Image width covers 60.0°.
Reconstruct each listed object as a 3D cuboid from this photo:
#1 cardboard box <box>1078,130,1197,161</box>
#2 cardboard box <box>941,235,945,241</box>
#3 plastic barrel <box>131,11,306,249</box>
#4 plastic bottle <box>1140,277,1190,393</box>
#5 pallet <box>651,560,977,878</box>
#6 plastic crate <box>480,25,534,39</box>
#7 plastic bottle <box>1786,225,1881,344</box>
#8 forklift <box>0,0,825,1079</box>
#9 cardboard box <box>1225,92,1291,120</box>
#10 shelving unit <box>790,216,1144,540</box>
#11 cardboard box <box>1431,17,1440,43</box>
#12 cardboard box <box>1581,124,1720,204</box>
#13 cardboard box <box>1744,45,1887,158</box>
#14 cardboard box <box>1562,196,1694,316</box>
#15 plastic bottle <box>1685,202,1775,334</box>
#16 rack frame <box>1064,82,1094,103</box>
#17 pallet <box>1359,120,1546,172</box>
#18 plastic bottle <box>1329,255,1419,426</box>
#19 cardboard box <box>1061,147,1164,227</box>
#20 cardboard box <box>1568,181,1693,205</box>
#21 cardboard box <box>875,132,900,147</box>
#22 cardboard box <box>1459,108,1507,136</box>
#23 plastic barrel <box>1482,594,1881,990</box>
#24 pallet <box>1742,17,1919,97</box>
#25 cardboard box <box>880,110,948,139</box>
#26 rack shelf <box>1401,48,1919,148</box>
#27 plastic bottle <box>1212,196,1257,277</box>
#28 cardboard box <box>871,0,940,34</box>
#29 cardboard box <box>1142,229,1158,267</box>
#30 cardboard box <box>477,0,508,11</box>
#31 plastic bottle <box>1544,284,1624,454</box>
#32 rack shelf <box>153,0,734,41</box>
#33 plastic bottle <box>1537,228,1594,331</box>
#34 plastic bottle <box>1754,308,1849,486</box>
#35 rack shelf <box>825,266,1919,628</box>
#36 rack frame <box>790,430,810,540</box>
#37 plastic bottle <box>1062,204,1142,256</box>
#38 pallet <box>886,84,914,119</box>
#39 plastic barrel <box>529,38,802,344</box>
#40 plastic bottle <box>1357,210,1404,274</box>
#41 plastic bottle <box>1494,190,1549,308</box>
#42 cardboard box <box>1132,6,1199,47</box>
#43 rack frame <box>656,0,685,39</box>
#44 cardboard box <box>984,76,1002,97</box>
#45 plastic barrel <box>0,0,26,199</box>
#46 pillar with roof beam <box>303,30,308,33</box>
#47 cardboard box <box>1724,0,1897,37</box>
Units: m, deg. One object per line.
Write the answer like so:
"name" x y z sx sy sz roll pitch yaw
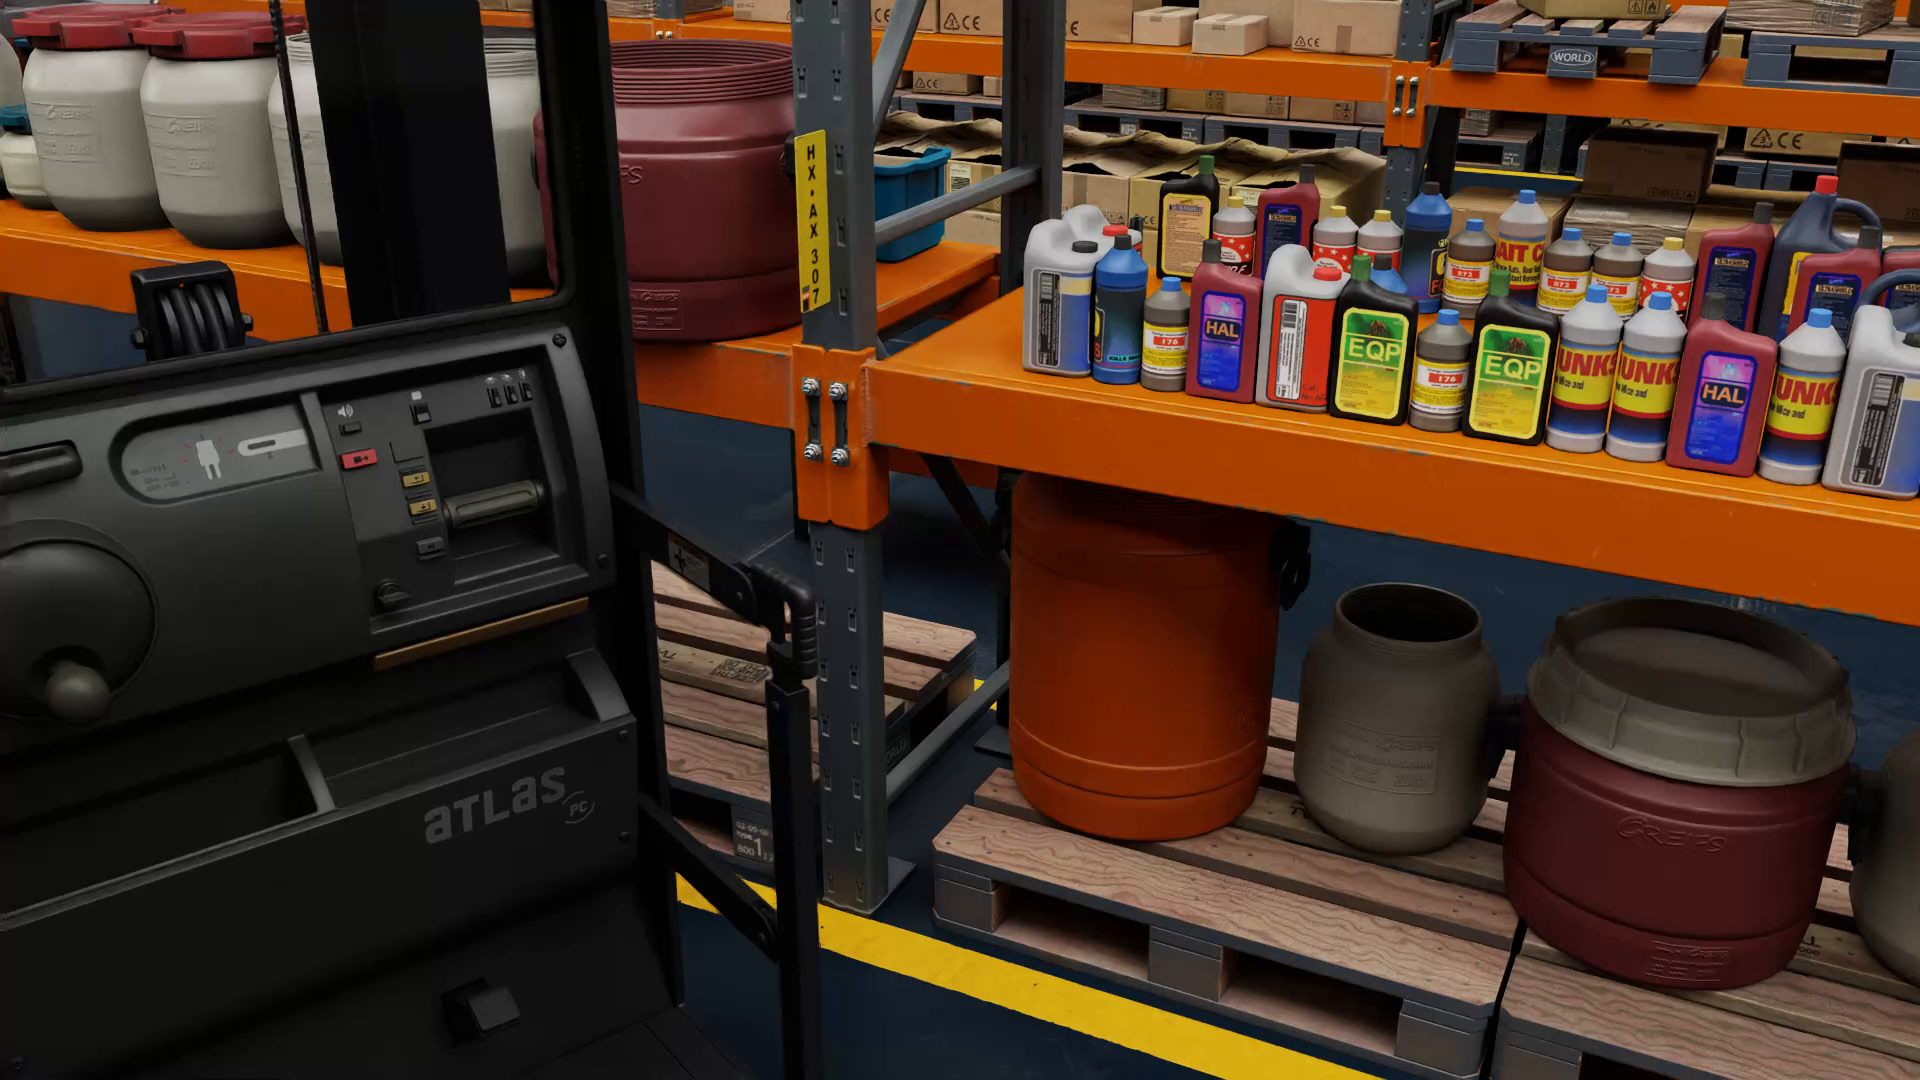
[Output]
"cardboard box" 0.944 -2.002 8.886 0.500 0.311 0.500 10 25 23
"cardboard box" -0.197 -1.736 8.976 0.500 0.250 0.500 10 25 23
"plastic barrel" -1.806 -1.029 4.162 0.433 0.535 0.433 0 23 0
"plastic bottle" 0.386 -0.383 3.072 0.097 0.201 0.097 0 23 0
"pallet" -0.706 0.422 4.489 1.213 0.211 1.003 11 25 25
"plastic crate" -1.336 -1.133 4.500 0.583 0.464 0.402 11 25 25
"plastic bottle" 1.641 -0.450 3.125 0.133 0.283 0.061 11 25 25
"forklift" -0.786 -0.015 2.040 1.130 2.935 3.031 -17 28 -34
"cardboard box" 2.453 -3.628 13.079 0.500 0.500 0.700 12 26 25
"shelving unit" 0.006 -0.516 5.527 1.048 1.125 0.538 11 25 25
"cardboard box" 3.291 -3.800 12.526 0.500 0.250 0.500 12 26 26
"cardboard box" 3.199 -1.746 7.697 0.500 0.250 0.500 12 26 27
"cardboard box" 5.814 -3.043 11.282 0.750 0.750 0.750 11 25 24
"cardboard box" 2.953 -1.222 7.423 0.500 0.500 0.500 10 25 23
"plastic bottle" 1.541 -0.533 3.320 0.133 0.283 0.061 11 25 25
"rack frame" 0.868 -4.878 13.387 0.127 3.000 1.000 11 25 25
"pallet" 3.741 -3.027 12.597 1.213 0.211 1.003 11 25 25
"plastic bottle" 0.720 -0.347 2.882 0.133 0.283 0.061 11 25 25
"cardboard box" 0.711 -1.813 8.440 0.500 0.311 0.500 11 25 24
"cardboard box" 3.146 -1.410 7.864 0.500 0.500 0.500 12 26 27
"cardboard box" -0.663 -2.083 9.075 0.500 0.311 0.500 11 25 24
"cardboard box" 3.772 -3.332 12.385 0.500 0.500 0.700 12 26 25
"plastic barrel" 1.420 0.485 3.321 0.708 0.588 0.600 11 25 25
"pallet" 3.944 -2.011 6.890 1.213 0.211 1.003 11 25 25
"cardboard box" -0.406 -2.272 9.520 0.500 0.311 0.500 12 26 26
"rack shelf" 3.991 -1.756 6.967 4.000 0.370 1.077 11 25 25
"plastic bottle" 0.616 -0.671 3.748 0.097 0.201 0.097 0 23 0
"cardboard box" -0.216 -2.959 8.746 0.500 0.500 0.500 13 26 28
"cardboard box" 1.165 -1.466 8.341 0.500 0.250 0.500 11 25 24
"cardboard box" -2.682 -3.450 9.902 0.500 0.500 0.700 12 26 25
"plastic bottle" 1.037 -0.287 2.756 0.097 0.271 0.097 0 23 0
"rack shelf" -3.149 -3.169 10.288 4.000 0.370 1.077 11 25 25
"plastic bottle" 1.256 -0.544 3.450 0.097 0.201 0.097 0 23 0
"plastic bottle" 1.330 -0.229 2.620 0.097 0.271 0.097 0 23 0
"rack shelf" 1.752 -0.027 2.900 4.000 0.370 1.077 11 25 25
"rack frame" -0.448 -0.606 5.738 0.032 1.125 0.500 11 25 25
"plastic bottle" 0.277 -0.518 3.294 0.135 0.276 0.152 11 25 25
"pallet" -0.840 -3.916 14.688 1.213 0.211 1.003 11 25 25
"plastic barrel" -0.583 -0.750 3.507 0.708 0.536 0.600 11 25 25
"plastic bottle" 0.909 -0.613 3.612 0.097 0.201 0.097 0 23 0
"plastic bottle" 1.169 -0.593 3.477 0.097 0.271 0.097 0 23 0
"cardboard box" 1.042 -2.531 8.189 0.250 0.149 0.380 13 26 28
"rack frame" -1.364 -3.147 9.317 0.127 3.000 1.000 11 25 25
"cardboard box" 0.377 -3.860 14.053 0.250 0.166 0.380 8 24 18
"plastic barrel" -2.847 -1.235 4.647 0.433 0.535 0.433 0 23 0
"pillar with roof beam" -8.984 -8.079 13.249 0.400 9.000 9.100 11 25 25
"cardboard box" 3.549 -2.380 6.849 0.500 0.500 0.700 17 28 34
